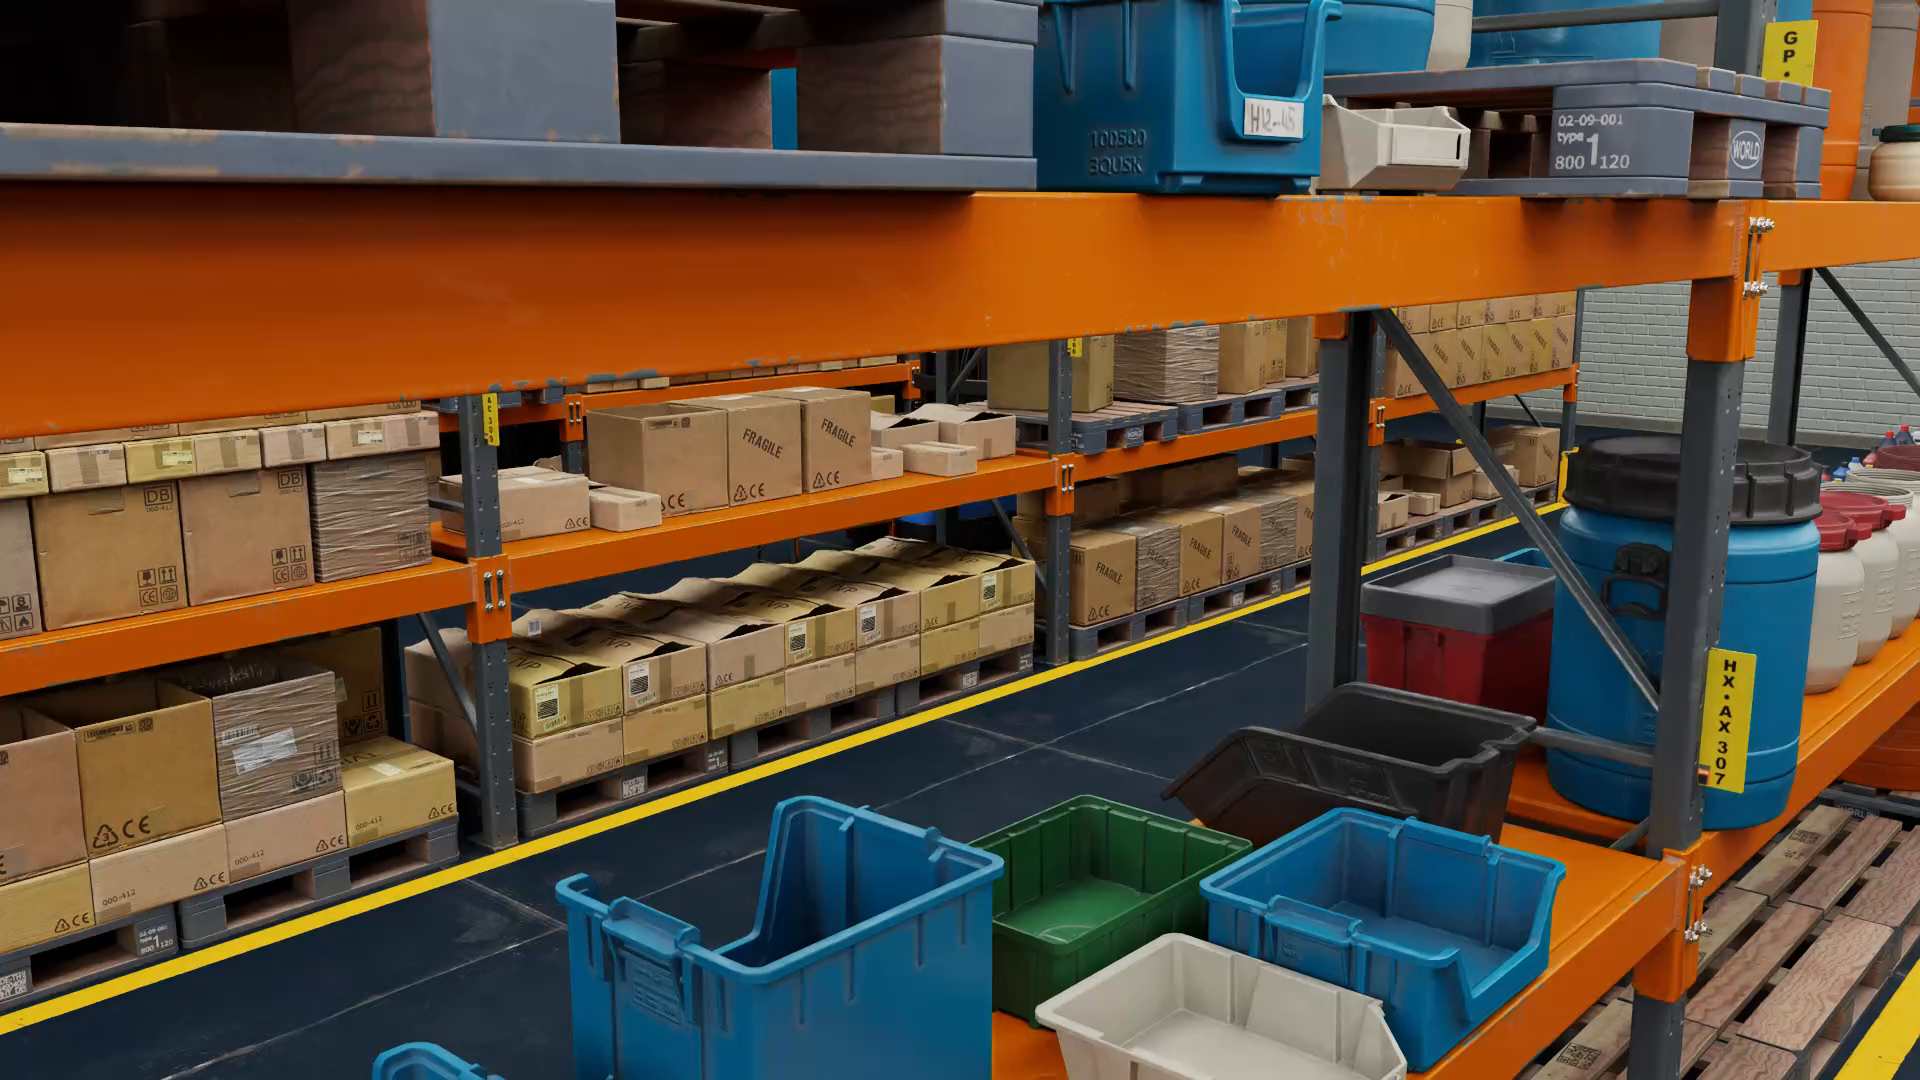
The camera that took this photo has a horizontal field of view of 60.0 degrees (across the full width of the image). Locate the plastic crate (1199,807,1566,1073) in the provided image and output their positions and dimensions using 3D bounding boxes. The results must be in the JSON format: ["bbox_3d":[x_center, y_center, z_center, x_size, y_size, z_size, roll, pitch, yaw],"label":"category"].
[{"bbox_3d":[0.813,0.745,3.203,0.499,0.251,0.616,10,15,40],"label":"plastic crate"}]

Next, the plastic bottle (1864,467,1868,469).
[{"bbox_3d":[4.554,-0.266,8.392,0.097,0.201,0.097,0,11,0],"label":"plastic bottle"}]

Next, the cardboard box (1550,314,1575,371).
[{"bbox_3d":[5.451,-1.880,15.712,0.500,0.500,0.500,10,15,42],"label":"cardboard box"}]

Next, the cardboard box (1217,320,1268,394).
[{"bbox_3d":[1.782,-1.331,11.889,0.700,0.500,0.500,6,13,26],"label":"cardboard box"}]

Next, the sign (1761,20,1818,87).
[{"bbox_3d":[1.746,-0.928,3.520,0.100,0.325,0.005,10,15,40],"label":"sign"}]

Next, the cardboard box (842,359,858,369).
[{"bbox_3d":[-1.185,-1.712,15.713,0.380,0.149,0.250,10,15,42],"label":"cardboard box"}]

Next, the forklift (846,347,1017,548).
[{"bbox_3d":[0.451,-1.523,14.354,3.031,2.935,1.130,-11,16,-43],"label":"forklift"}]

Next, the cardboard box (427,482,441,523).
[{"bbox_3d":[-4.325,-0.212,12.872,0.700,0.500,0.500,10,15,40],"label":"cardboard box"}]

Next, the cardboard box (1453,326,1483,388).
[{"bbox_3d":[4.111,-1.582,14.217,0.500,0.500,0.500,10,15,40],"label":"cardboard box"}]

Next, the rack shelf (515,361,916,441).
[{"bbox_3d":[-2.142,-1.337,15.082,1.077,0.370,4.000,10,15,40],"label":"rack shelf"}]

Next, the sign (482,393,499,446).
[{"bbox_3d":[-1.961,-0.559,6.937,0.100,0.325,0.005,10,15,40],"label":"sign"}]

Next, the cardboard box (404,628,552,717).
[{"bbox_3d":[-2.327,0.604,8.045,0.500,0.311,0.500,10,15,40],"label":"cardboard box"}]

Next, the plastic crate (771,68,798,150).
[{"bbox_3d":[-0.268,-0.720,2.540,0.392,0.384,0.575,10,15,40],"label":"plastic crate"}]

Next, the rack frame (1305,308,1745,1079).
[{"bbox_3d":[1.340,0.474,4.179,1.000,3.000,0.127,10,15,40],"label":"rack frame"}]

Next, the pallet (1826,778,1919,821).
[{"bbox_3d":[4.469,1.132,8.006,1.003,0.211,1.213,10,15,40],"label":"pallet"}]

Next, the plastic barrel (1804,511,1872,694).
[{"bbox_3d":[2.620,0.187,5.269,0.433,0.535,0.433,0,11,0],"label":"plastic barrel"}]

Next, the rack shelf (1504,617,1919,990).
[{"bbox_3d":[2.660,0.533,5.723,1.077,0.370,4.000,10,15,40],"label":"rack shelf"}]

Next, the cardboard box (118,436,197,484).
[{"bbox_3d":[-3.070,-0.317,6.227,0.380,0.149,0.250,10,15,40],"label":"cardboard box"}]

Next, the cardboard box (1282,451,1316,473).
[{"bbox_3d":[3.065,-0.454,14.086,0.500,0.500,0.500,10,15,40],"label":"cardboard box"}]

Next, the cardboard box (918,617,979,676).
[{"bbox_3d":[-0.240,0.572,9.635,0.500,0.250,0.500,10,15,40],"label":"cardboard box"}]

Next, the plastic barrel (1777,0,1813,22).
[{"bbox_3d":[2.376,-1.538,5.315,0.600,0.901,0.708,10,15,40],"label":"plastic barrel"}]

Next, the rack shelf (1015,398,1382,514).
[{"bbox_3d":[1.582,-0.697,11.878,1.077,0.370,4.000,10,15,40],"label":"rack shelf"}]

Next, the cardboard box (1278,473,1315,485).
[{"bbox_3d":[2.792,-0.224,12.934,0.500,0.500,0.500,10,15,40],"label":"cardboard box"}]

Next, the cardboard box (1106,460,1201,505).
[{"bbox_3d":[1.409,-0.441,12.104,0.500,0.250,0.500,9,15,39],"label":"cardboard box"}]

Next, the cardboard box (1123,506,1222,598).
[{"bbox_3d":[1.453,0.074,11.442,0.500,0.500,0.500,10,15,40],"label":"cardboard box"}]

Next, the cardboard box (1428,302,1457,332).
[{"bbox_3d":[3.765,-1.992,13.719,0.500,0.500,0.500,9,15,39],"label":"cardboard box"}]

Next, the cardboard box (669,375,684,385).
[{"bbox_3d":[-2.585,-1.417,14.240,0.380,0.149,0.250,10,15,40],"label":"cardboard box"}]

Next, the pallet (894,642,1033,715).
[{"bbox_3d":[-0.311,0.728,10.027,1.003,0.211,1.213,10,15,40],"label":"pallet"}]

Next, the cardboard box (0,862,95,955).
[{"bbox_3d":[-3.507,1.293,6.025,0.500,0.250,0.500,10,15,40],"label":"cardboard box"}]

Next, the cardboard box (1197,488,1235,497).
[{"bbox_3d":[1.721,-0.142,12.521,0.500,0.500,0.500,10,15,41],"label":"cardboard box"}]

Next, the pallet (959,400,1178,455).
[{"bbox_3d":[0.656,-0.770,10.898,1.213,0.211,1.003,10,15,40],"label":"pallet"}]

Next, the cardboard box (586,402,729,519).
[{"bbox_3d":[-1.512,-0.404,8.322,0.500,0.500,0.500,-11,16,-43],"label":"cardboard box"}]

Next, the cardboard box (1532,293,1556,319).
[{"bbox_3d":[5.123,-2.296,15.241,0.500,0.500,0.500,10,15,42],"label":"cardboard box"}]

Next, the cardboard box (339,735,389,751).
[{"bbox_3d":[-2.913,1.005,7.471,0.500,0.250,0.500,10,15,40],"label":"cardboard box"}]

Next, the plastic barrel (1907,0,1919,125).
[{"bbox_3d":[4.357,-2.085,7.165,0.600,0.830,0.708,10,15,40],"label":"plastic barrel"}]

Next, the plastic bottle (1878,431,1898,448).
[{"bbox_3d":[4.818,-0.391,8.637,0.144,0.351,0.185,10,15,40],"label":"plastic bottle"}]

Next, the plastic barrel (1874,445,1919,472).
[{"bbox_3d":[3.901,-0.074,6.574,0.600,0.536,0.708,10,15,40],"label":"plastic barrel"}]

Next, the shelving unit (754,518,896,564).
[{"bbox_3d":[-1.061,-0.356,13.120,1.048,1.125,0.538,-11,16,-43],"label":"shelving unit"}]

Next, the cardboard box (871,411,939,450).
[{"bbox_3d":[-0.474,-0.605,9.810,0.500,0.311,0.500,10,15,40],"label":"cardboard box"}]

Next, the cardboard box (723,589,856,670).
[{"bbox_3d":[-0.905,0.446,8.838,0.500,0.311,0.500,10,15,42],"label":"cardboard box"}]

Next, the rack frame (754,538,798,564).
[{"bbox_3d":[-1.425,-0.286,12.771,0.032,1.125,0.500,-11,16,-43],"label":"rack frame"}]

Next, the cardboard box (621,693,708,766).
[{"bbox_3d":[-1.588,0.873,8.129,0.500,0.250,0.500,10,15,42],"label":"cardboard box"}]

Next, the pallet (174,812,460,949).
[{"bbox_3d":[-2.935,1.312,7.103,1.003,0.211,1.213,10,15,40],"label":"pallet"}]

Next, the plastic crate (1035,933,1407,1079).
[{"bbox_3d":[0.458,0.875,2.845,0.530,0.136,0.437,10,15,40],"label":"plastic crate"}]

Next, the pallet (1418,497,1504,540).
[{"bbox_3d":[4.161,-0.258,14.962,1.003,0.211,1.213,10,15,40],"label":"pallet"}]

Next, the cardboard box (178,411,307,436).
[{"bbox_3d":[-2.999,-0.711,6.547,0.700,0.500,0.500,10,15,40],"label":"cardboard box"}]

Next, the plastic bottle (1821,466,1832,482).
[{"bbox_3d":[4.079,-0.206,7.881,0.061,0.283,0.133,10,15,40],"label":"plastic bottle"}]

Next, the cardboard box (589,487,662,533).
[{"bbox_3d":[-1.640,-0.148,7.933,0.380,0.149,0.250,10,15,40],"label":"cardboard box"}]

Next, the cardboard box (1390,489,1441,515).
[{"bbox_3d":[3.905,-0.333,14.328,0.380,0.166,0.250,10,15,40],"label":"cardboard box"}]

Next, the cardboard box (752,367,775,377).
[{"bbox_3d":[-1.887,-1.565,14.980,0.380,0.149,0.250,10,15,42],"label":"cardboard box"}]

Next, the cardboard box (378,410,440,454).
[{"bbox_3d":[-2.397,-0.466,6.976,0.380,0.149,0.250,10,15,40],"label":"cardboard box"}]

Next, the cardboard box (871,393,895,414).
[{"bbox_3d":[-1.153,-1.023,16.091,0.750,0.750,0.750,10,15,41],"label":"cardboard box"}]

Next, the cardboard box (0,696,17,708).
[{"bbox_3d":[-3.908,0.857,6.298,0.500,0.500,0.500,10,15,40],"label":"cardboard box"}]

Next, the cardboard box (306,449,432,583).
[{"bbox_3d":[-2.667,-0.150,7.047,0.700,0.500,0.500,9,15,39],"label":"cardboard box"}]

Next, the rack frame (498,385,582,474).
[{"bbox_3d":[-3.462,-1.395,13.539,1.000,3.000,0.127,10,15,40],"label":"rack frame"}]

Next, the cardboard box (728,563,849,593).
[{"bbox_3d":[-0.983,0.304,9.546,0.500,0.311,0.500,9,15,39],"label":"cardboard box"}]

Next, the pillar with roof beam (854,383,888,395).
[{"bbox_3d":[2.225,-4.584,14.186,9.100,9.000,0.400,10,15,40],"label":"pillar with roof beam"}]
